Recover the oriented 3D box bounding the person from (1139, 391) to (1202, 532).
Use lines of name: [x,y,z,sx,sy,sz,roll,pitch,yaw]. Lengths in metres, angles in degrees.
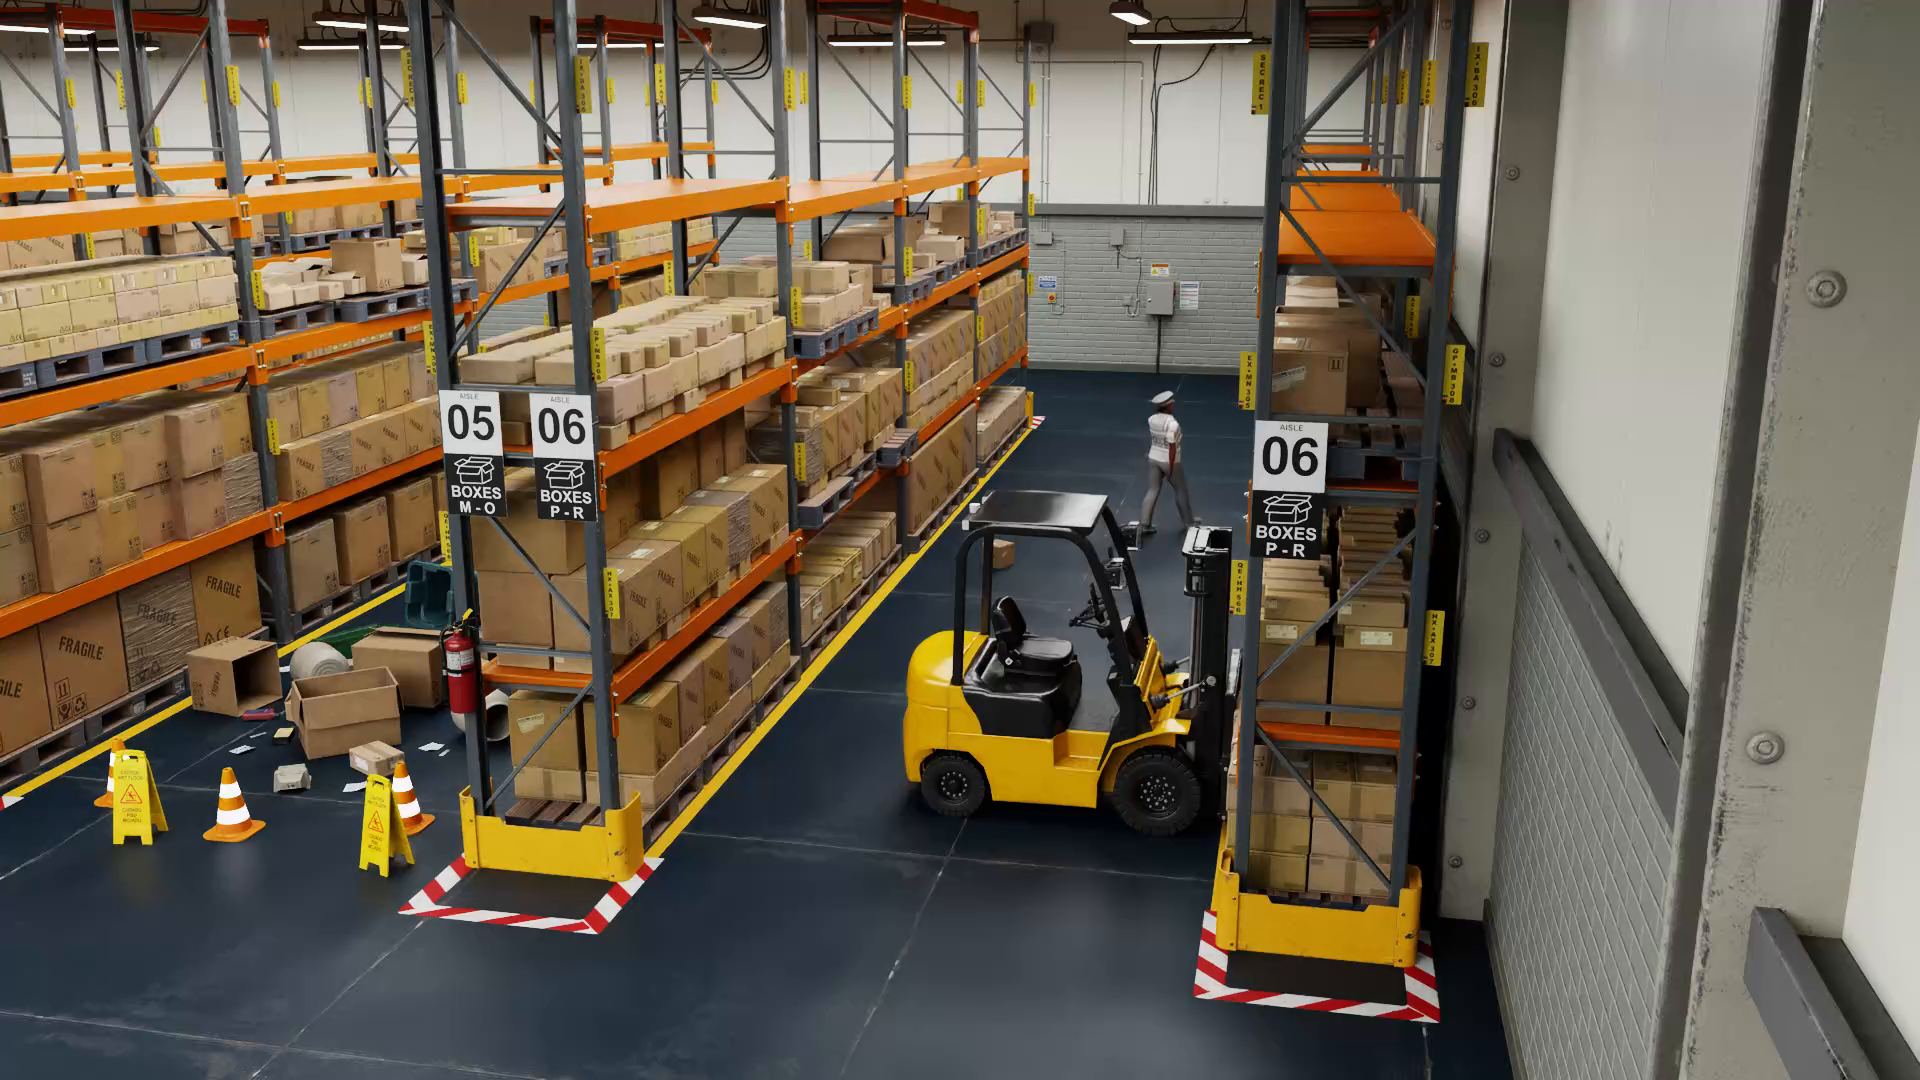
person: [2.462,-0.941,19.487,0.449,1.656,0.867,14,20,42]
